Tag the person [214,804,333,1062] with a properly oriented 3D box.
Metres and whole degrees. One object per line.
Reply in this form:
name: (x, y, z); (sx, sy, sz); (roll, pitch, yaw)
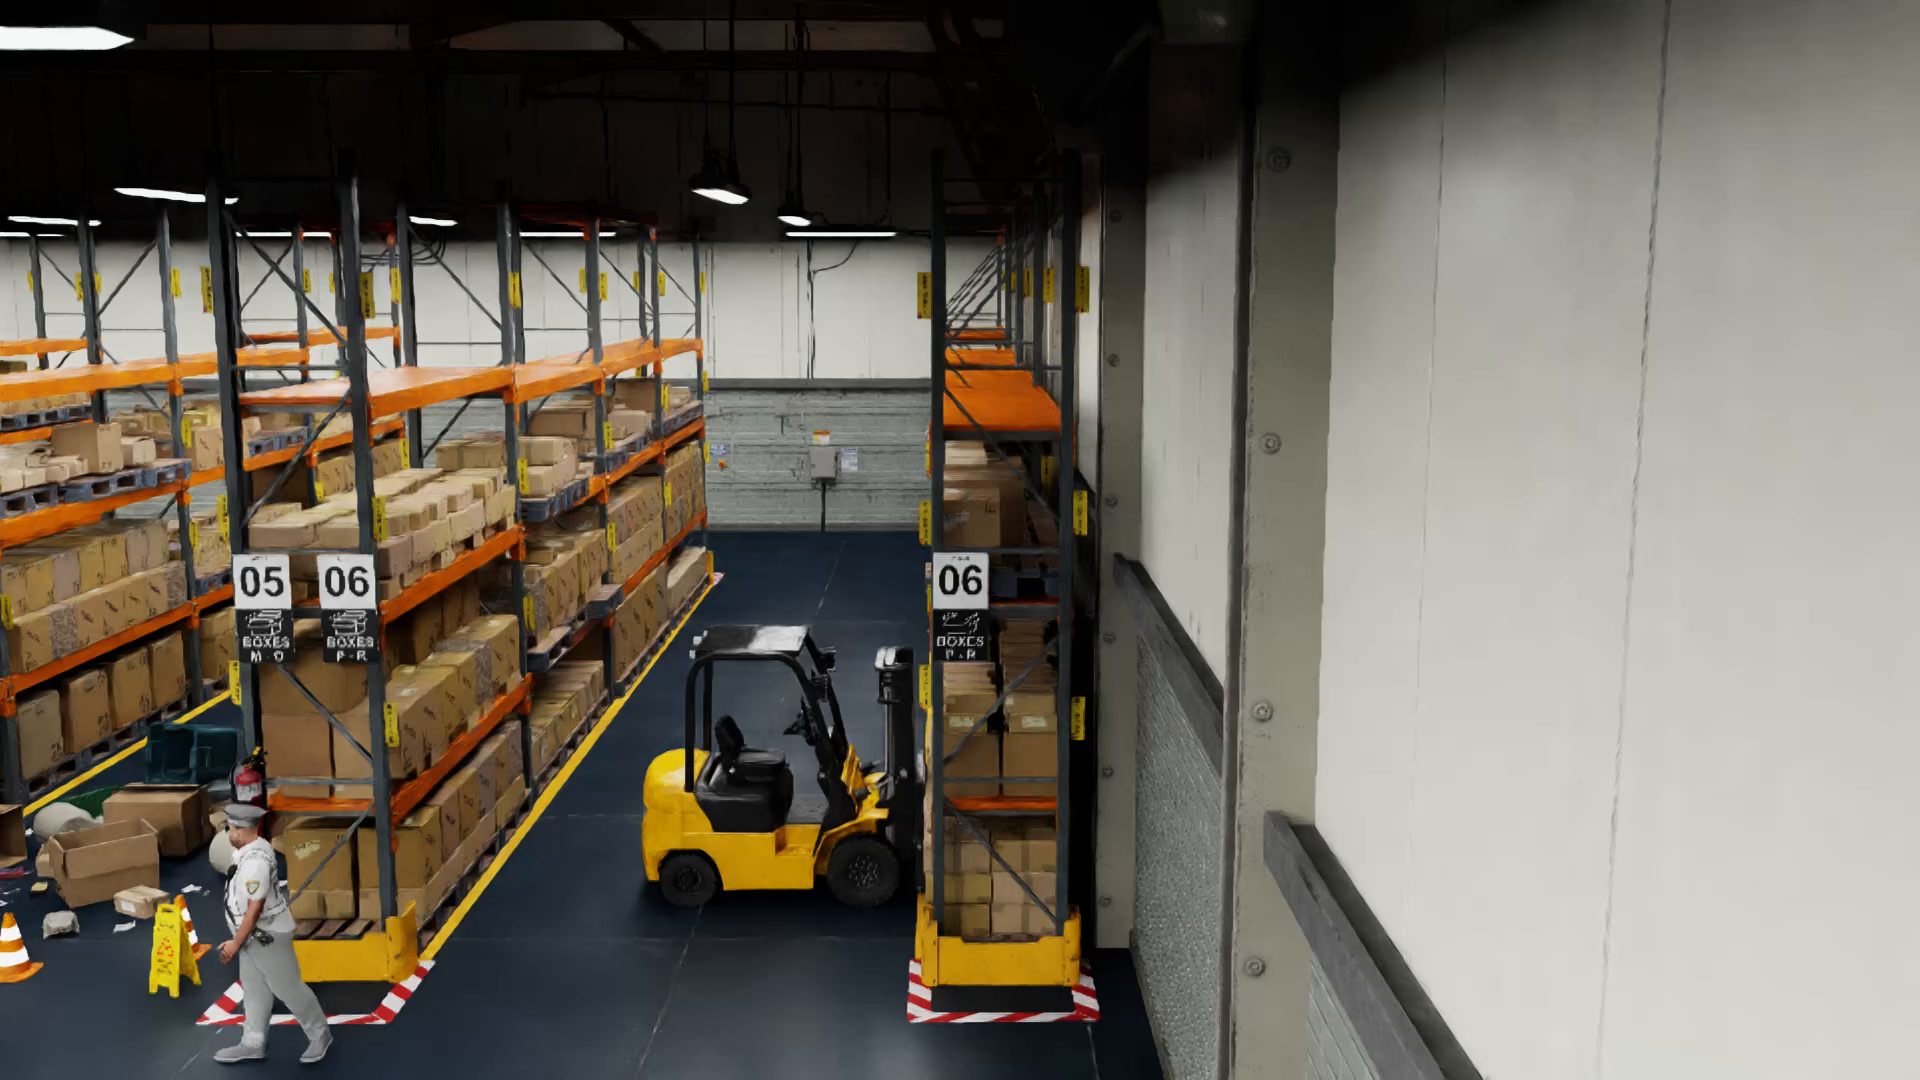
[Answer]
person: (-4.554, 2.581, 10.923); (0.721, 1.739, 0.570); (-5, 10, -28)
